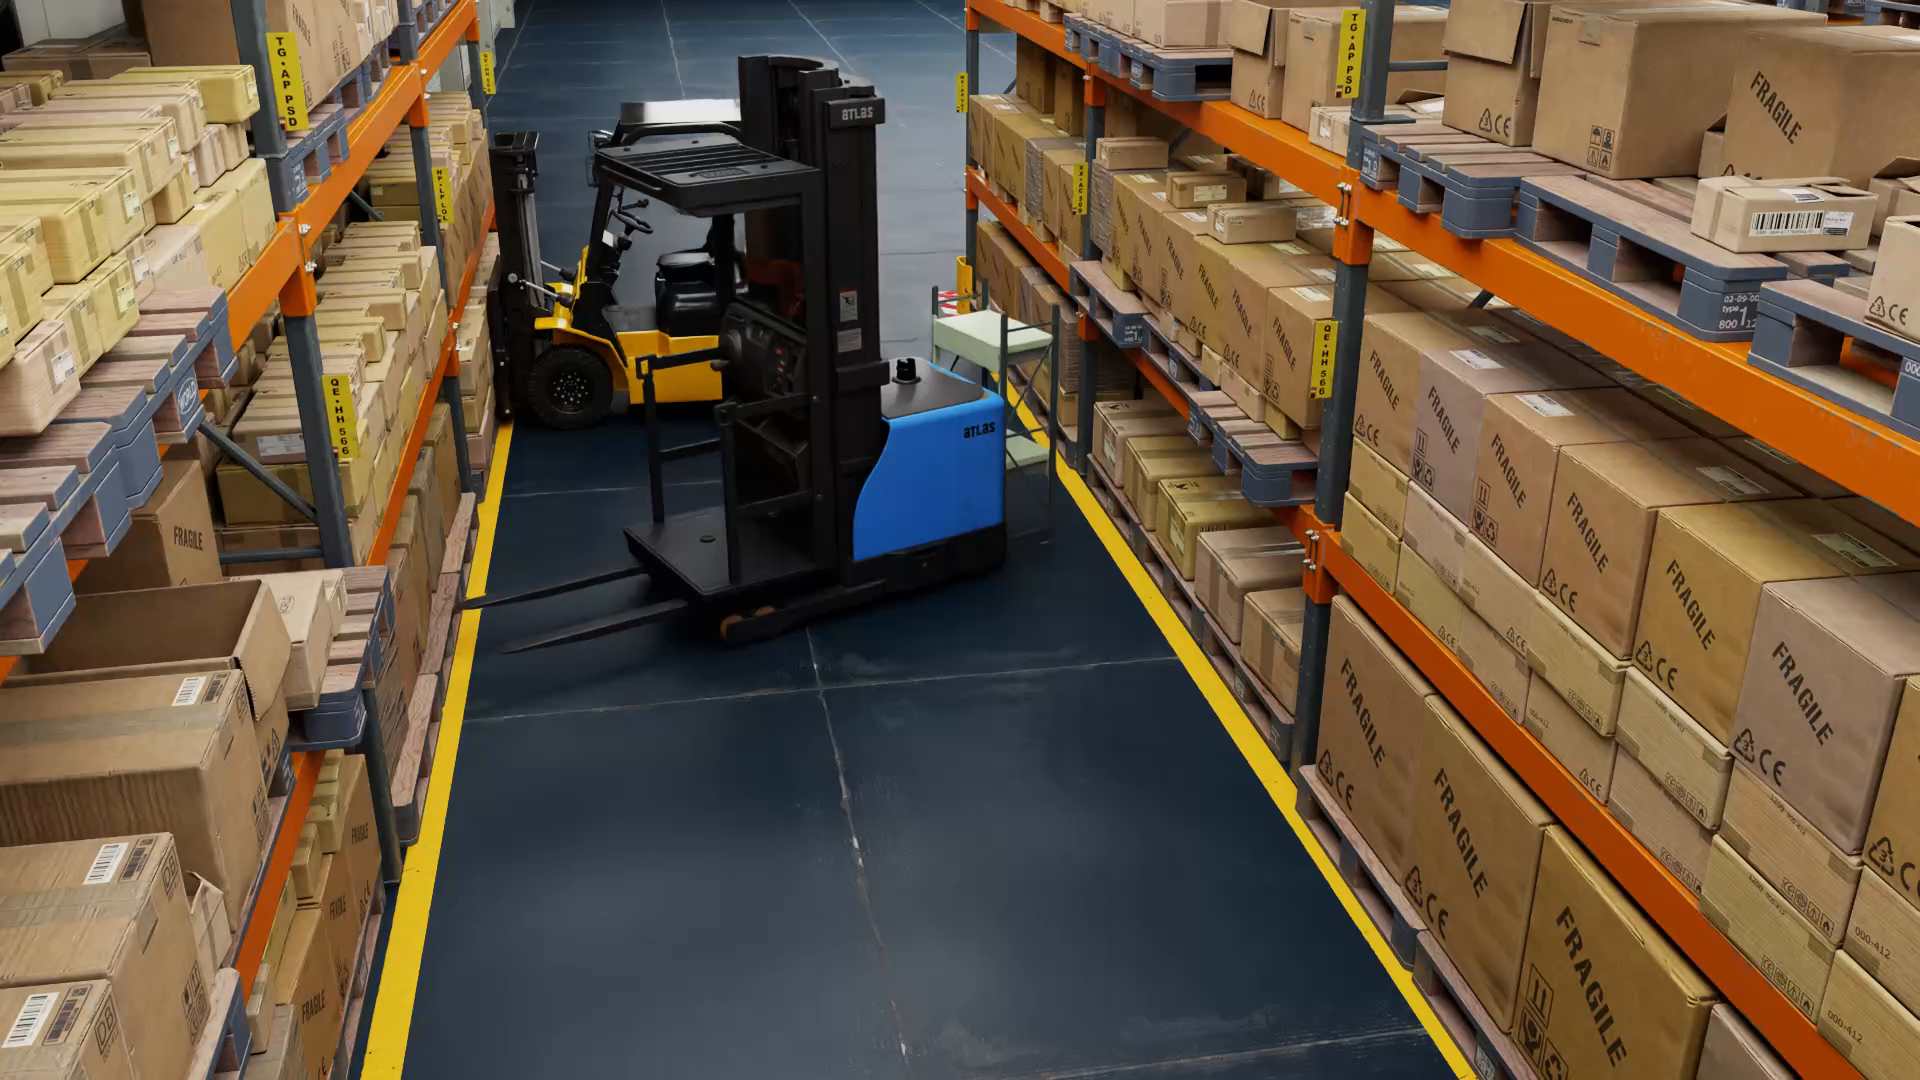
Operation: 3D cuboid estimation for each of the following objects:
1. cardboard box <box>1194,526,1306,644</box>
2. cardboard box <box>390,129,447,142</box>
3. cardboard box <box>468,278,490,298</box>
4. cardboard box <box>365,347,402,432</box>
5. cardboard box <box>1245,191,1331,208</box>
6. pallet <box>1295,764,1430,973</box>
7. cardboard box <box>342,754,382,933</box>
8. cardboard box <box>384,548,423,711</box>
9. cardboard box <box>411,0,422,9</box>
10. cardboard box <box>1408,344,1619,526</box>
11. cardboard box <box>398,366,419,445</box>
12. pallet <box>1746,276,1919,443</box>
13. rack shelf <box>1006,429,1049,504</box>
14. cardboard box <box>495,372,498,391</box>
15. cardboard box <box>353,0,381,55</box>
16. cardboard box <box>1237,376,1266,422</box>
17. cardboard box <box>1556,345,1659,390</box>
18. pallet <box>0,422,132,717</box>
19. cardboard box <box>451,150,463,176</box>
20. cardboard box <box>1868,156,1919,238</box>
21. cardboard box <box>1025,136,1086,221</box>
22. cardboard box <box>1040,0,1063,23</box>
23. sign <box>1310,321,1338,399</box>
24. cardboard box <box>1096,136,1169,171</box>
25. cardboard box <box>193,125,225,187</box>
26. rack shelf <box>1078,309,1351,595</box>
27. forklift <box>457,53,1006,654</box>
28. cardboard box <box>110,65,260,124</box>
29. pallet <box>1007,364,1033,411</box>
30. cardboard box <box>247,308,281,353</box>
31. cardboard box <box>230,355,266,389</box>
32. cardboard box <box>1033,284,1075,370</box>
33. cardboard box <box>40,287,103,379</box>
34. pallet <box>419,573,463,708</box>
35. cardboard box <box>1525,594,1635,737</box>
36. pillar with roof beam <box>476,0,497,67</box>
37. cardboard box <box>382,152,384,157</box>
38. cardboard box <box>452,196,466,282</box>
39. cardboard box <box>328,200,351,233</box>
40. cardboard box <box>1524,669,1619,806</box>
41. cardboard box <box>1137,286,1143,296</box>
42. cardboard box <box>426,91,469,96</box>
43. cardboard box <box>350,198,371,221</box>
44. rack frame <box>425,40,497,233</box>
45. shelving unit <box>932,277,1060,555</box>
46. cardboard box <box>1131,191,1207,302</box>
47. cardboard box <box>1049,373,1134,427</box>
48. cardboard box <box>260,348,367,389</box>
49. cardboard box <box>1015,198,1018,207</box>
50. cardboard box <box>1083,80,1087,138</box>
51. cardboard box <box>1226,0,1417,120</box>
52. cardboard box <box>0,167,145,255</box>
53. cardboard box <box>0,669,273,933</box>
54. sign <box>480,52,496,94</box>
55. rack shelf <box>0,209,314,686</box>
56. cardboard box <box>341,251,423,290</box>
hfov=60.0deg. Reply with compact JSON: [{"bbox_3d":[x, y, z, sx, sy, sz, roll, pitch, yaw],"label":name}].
[{"bbox_3d":[1.794,0.209,8.781,0.950,0.372,0.625,-5,24,-11],"label":"cardboard box"},{"bbox_3d":[-3.731,-2.719,11.420,0.380,0.149,0.250,-4,24,-10],"label":"cardboard box"},{"bbox_3d":[-3.642,-1.702,12.061,0.500,0.250,0.500,-5,24,-11],"label":"cardboard box"},{"bbox_3d":[-2.856,-0.678,7.618,0.500,0.250,0.500,-5,24,-11],"label":"cardboard box"},{"bbox_3d":[1.787,-1.675,9.315,0.500,0.500,0.500,-3,24,-8],"label":"cardboard box"},{"bbox_3d":[2.105,1.304,7.001,1.003,0.211,1.213,-4,24,-10],"label":"pallet"},{"bbox_3d":[-2.555,1.183,6.393,0.500,0.500,0.500,-4,24,-8],"label":"cardboard box"},{"bbox_3d":[-3.075,0.472,7.864,0.875,0.625,0.625,-4,24,-8],"label":"cardboard box"},{"bbox_3d":[-3.368,-3.191,9.725,0.380,0.149,0.250,-4,24,-9],"label":"cardboard box"},{"bbox_3d":[1.985,-0.387,6.015,0.500,0.500,0.500,-4,24,-10],"label":"cardboard box"},{"bbox_3d":[-2.970,-0.649,8.176,0.500,0.250,0.500,-4,24,-8],"label":"cardboard box"},{"bbox_3d":[2.555,-0.360,3.819,0.805,0.209,1.217,-5,24,-12],"label":"pallet"},{"bbox_3d":[0.203,-0.459,10.241,0.431,0.370,0.720,-15,28,-30],"label":"rack shelf"},{"bbox_3d":[-3.642,-1.242,12.257,0.500,0.250,0.500,-4,24,-8],"label":"cardboard box"},{"bbox_3d":[-3.068,-2.498,7.935,0.500,0.311,0.500,-5,24,-12],"label":"cardboard box"},{"bbox_3d":[1.530,-0.675,7.836,0.380,0.149,0.250,-5,24,-10],"label":"cardboard box"},{"bbox_3d":[2.489,-0.409,6.064,0.500,0.500,0.500,-4,24,-9],"label":"cardboard box"},{"bbox_3d":[-2.156,0.102,2.755,1.213,0.211,1.003,-4,24,-10],"label":"pallet"},{"bbox_3d":[-3.650,-2.592,11.501,0.380,0.149,0.250,-5,24,-11],"label":"cardboard box"},{"bbox_3d":[2.779,-0.967,4.611,0.396,0.266,0.258,-2,24,-5],"label":"cardboard box"},{"bbox_3d":[0.765,-2.607,11.976,0.500,0.500,0.500,-4,24,-8],"label":"cardboard box"},{"bbox_3d":[0.759,-3.630,11.380,0.380,0.149,0.250,-4,24,-8],"label":"cardboard box"},{"bbox_3d":[1.502,-0.740,6.849,0.100,0.325,0.005,-4,24,-10],"label":"sign"},{"bbox_3d":[1.033,-2.324,9.991,0.380,0.149,0.250,-4,24,-10],"label":"cardboard box"},{"bbox_3d":[-2.513,-1.185,5.156,0.380,0.149,0.250,-5,24,-11],"label":"cardboard box"},{"bbox_3d":[1.664,-0.747,9.111,1.077,0.370,4.000,-4,24,-10],"label":"rack shelf"},{"bbox_3d":[-1.243,-1.011,8.903,3.031,2.935,1.130,-15,28,-30],"label":"forklift"},{"bbox_3d":[-2.490,-1.433,5.352,0.380,0.149,0.250,-4,24,-8],"label":"cardboard box"},{"bbox_3d":[0.906,-1.328,13.026,1.003,0.211,1.213,-4,24,-10],"label":"pallet"},{"bbox_3d":[-3.406,-0.979,7.810,0.380,0.149,0.250,-4,24,-8],"label":"cardboard box"},{"bbox_3d":[-3.386,-0.636,7.521,0.500,0.250,0.500,-4,24,-10],"label":"cardboard box"},{"bbox_3d":[0.825,-1.552,12.030,0.500,0.500,0.500,-4,24,-9],"label":"cardboard box"},{"bbox_3d":[-1.960,-0.394,3.321,0.380,0.149,0.250,-5,24,-10],"label":"cardboard box"},{"bbox_3d":[-3.180,0.551,8.724,1.003,0.211,1.213,-4,24,-10],"label":"pallet"},{"bbox_3d":[2.140,0.368,5.222,0.500,0.250,0.500,-4,24,-9],"label":"cardboard box"},{"bbox_3d":[-4.178,-12.875,28.486,9.100,9.000,0.400,-4,24,-10],"label":"pillar with roof beam"},{"bbox_3d":[-4.401,-2.853,12.098,0.380,0.149,0.250,-4,24,-9],"label":"cardboard box"},{"bbox_3d":[-3.522,-1.938,10.814,0.500,0.500,0.500,-4,24,-9],"label":"cardboard box"},{"bbox_3d":[-3.896,-1.945,10.020,0.380,0.149,0.250,-4,24,-10],"label":"cardboard box"},{"bbox_3d":[2.175,0.591,5.336,0.500,0.250,0.500,-4,24,-10],"label":"cardboard box"},{"bbox_3d":[1.250,-1.495,9.714,0.380,0.149,0.250,-3,24,-6],"label":"cardboard box"},{"bbox_3d":[-4.050,-3.422,13.030,0.380,0.149,0.250,-4,24,-10],"label":"cardboard box"},{"bbox_3d":[-4.021,-1.893,10.712,0.500,0.500,0.500,-4,24,-9],"label":"cardboard box"},{"bbox_3d":[-4.323,-3.068,13.526,1.000,3.000,0.127,-4,24,-10],"label":"rack frame"},{"bbox_3d":[0.203,-0.758,10.111,0.431,1.500,0.755,-15,28,-30],"label":"shelving unit"},{"bbox_3d":[1.270,-1.640,9.235,0.500,0.500,0.500,-4,24,-10],"label":"cardboard box"},{"bbox_3d":[0.920,-1.008,11.721,0.500,0.250,0.500,-3,24,-7],"label":"cardboard box"},{"bbox_3d":[-2.798,-0.717,7.209,0.380,0.149,0.250,-4,24,-9],"label":"cardboard box"},{"bbox_3d":[0.634,-2.662,12.911,0.380,0.149,0.250,-3,24,-8],"label":"cardboard box"},{"bbox_3d":[1.286,-3.095,11.842,0.700,0.500,0.500,-5,24,-11],"label":"cardboard box"},{"bbox_3d":[1.723,-2.310,7.914,0.797,0.503,0.637,-4,24,-10],"label":"cardboard box"},{"bbox_3d":[-2.071,-0.733,3.725,0.380,0.149,0.250,-4,24,-9],"label":"cardboard box"},{"bbox_3d":[-2.215,0.695,4.262,0.700,0.500,0.500,-4,24,-10],"label":"cardboard box"},{"bbox_3d":[-3.788,-3.742,13.326,0.100,0.325,0.005,-4,24,-10],"label":"sign"},{"bbox_3d":[-2.474,-0.179,4.064,1.077,0.370,4.000,-4,24,-10],"label":"rack shelf"},{"bbox_3d":[-3.064,-1.426,8.831,0.380,0.149,0.250,-5,24,-11],"label":"cardboard box"}]
